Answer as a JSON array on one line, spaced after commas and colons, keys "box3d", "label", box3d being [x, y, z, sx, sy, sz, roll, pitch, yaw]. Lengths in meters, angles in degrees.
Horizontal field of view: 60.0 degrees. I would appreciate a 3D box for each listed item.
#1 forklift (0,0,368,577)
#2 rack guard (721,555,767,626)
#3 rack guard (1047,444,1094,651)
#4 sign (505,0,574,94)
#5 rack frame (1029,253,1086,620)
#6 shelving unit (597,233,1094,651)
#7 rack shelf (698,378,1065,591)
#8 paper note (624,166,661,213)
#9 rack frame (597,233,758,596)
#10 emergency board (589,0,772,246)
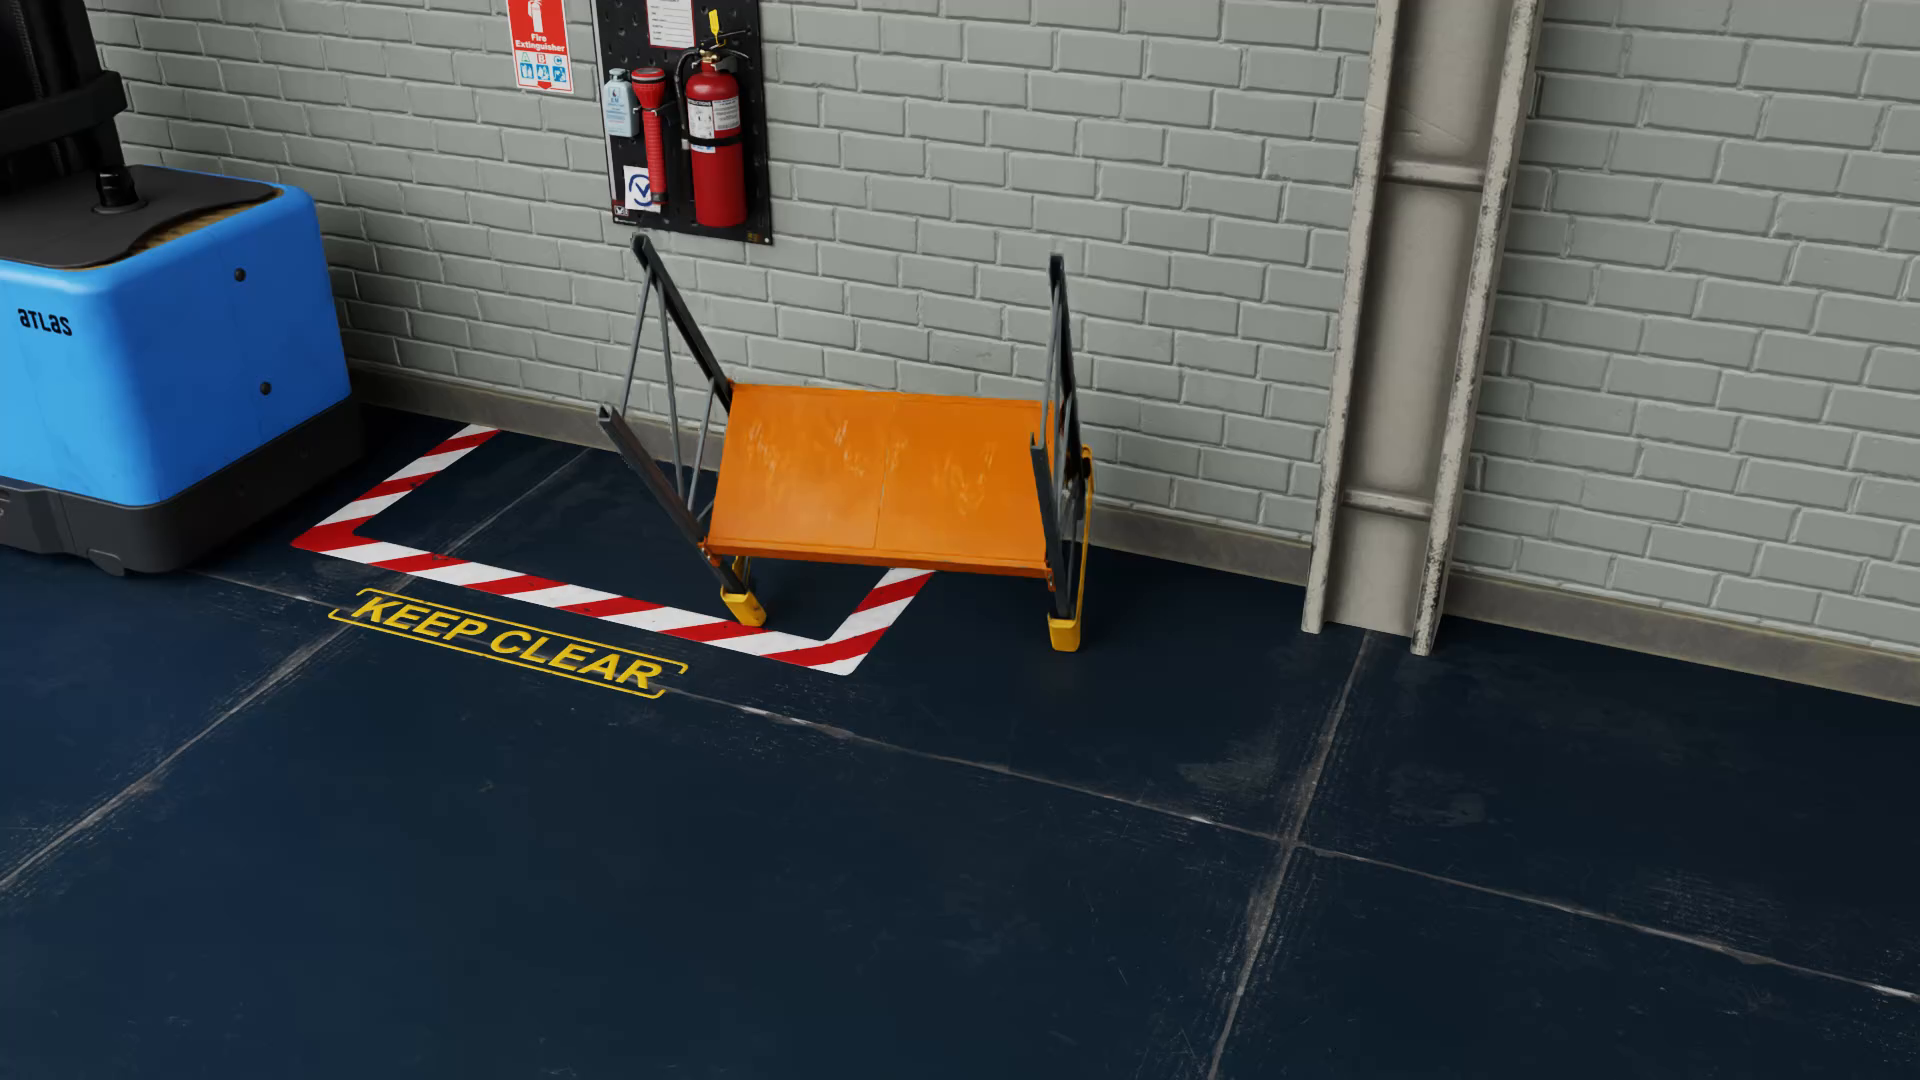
[{"box3d": [-3.772, -1.612, 5.623, 3.031, 2.935, 1.130, 11, 31, 19], "label": "forklift"}, {"box3d": [-0.641, -0.046, 5.247, 0.087, 0.250, 0.587, 4, 71, 8], "label": "rack guard"}, {"box3d": [0.343, 0.024, 5.111, 0.087, 0.250, 0.587, 4, 71, 8], "label": "rack guard"}, {"box3d": [-1.432, -1.693, 5.661, 0.234, 0.329, 0.001, 11, 31, 19], "label": "sign"}, {"box3d": [0.279, -0.187, 4.526, 0.032, 1.500, 0.500, 4, 71, 8], "label": "rack frame"}, {"box3d": [-0.215, -0.222, 4.594, 1.083, 1.500, 0.587, 4, 71, 8], "label": "shelving unit"}, {"box3d": [-0.205, -0.162, 4.764, 1.000, 0.185, 0.538, 4, 71, 8], "label": "rack shelf"}, {"box3d": [-1.097, -1.209, 5.736, 0.142, 0.148, 0.016, 11, 31, 19], "label": "paper note"}, {"box3d": [-0.726, -0.259, 4.665, 0.032, 1.500, 0.500, 4, 71, 8], "label": "rack frame"}, {"box3d": [-0.958, -1.529, 5.406, 0.643, 1.169, 0.194, 11, 31, 19], "label": "emergency board"}]
